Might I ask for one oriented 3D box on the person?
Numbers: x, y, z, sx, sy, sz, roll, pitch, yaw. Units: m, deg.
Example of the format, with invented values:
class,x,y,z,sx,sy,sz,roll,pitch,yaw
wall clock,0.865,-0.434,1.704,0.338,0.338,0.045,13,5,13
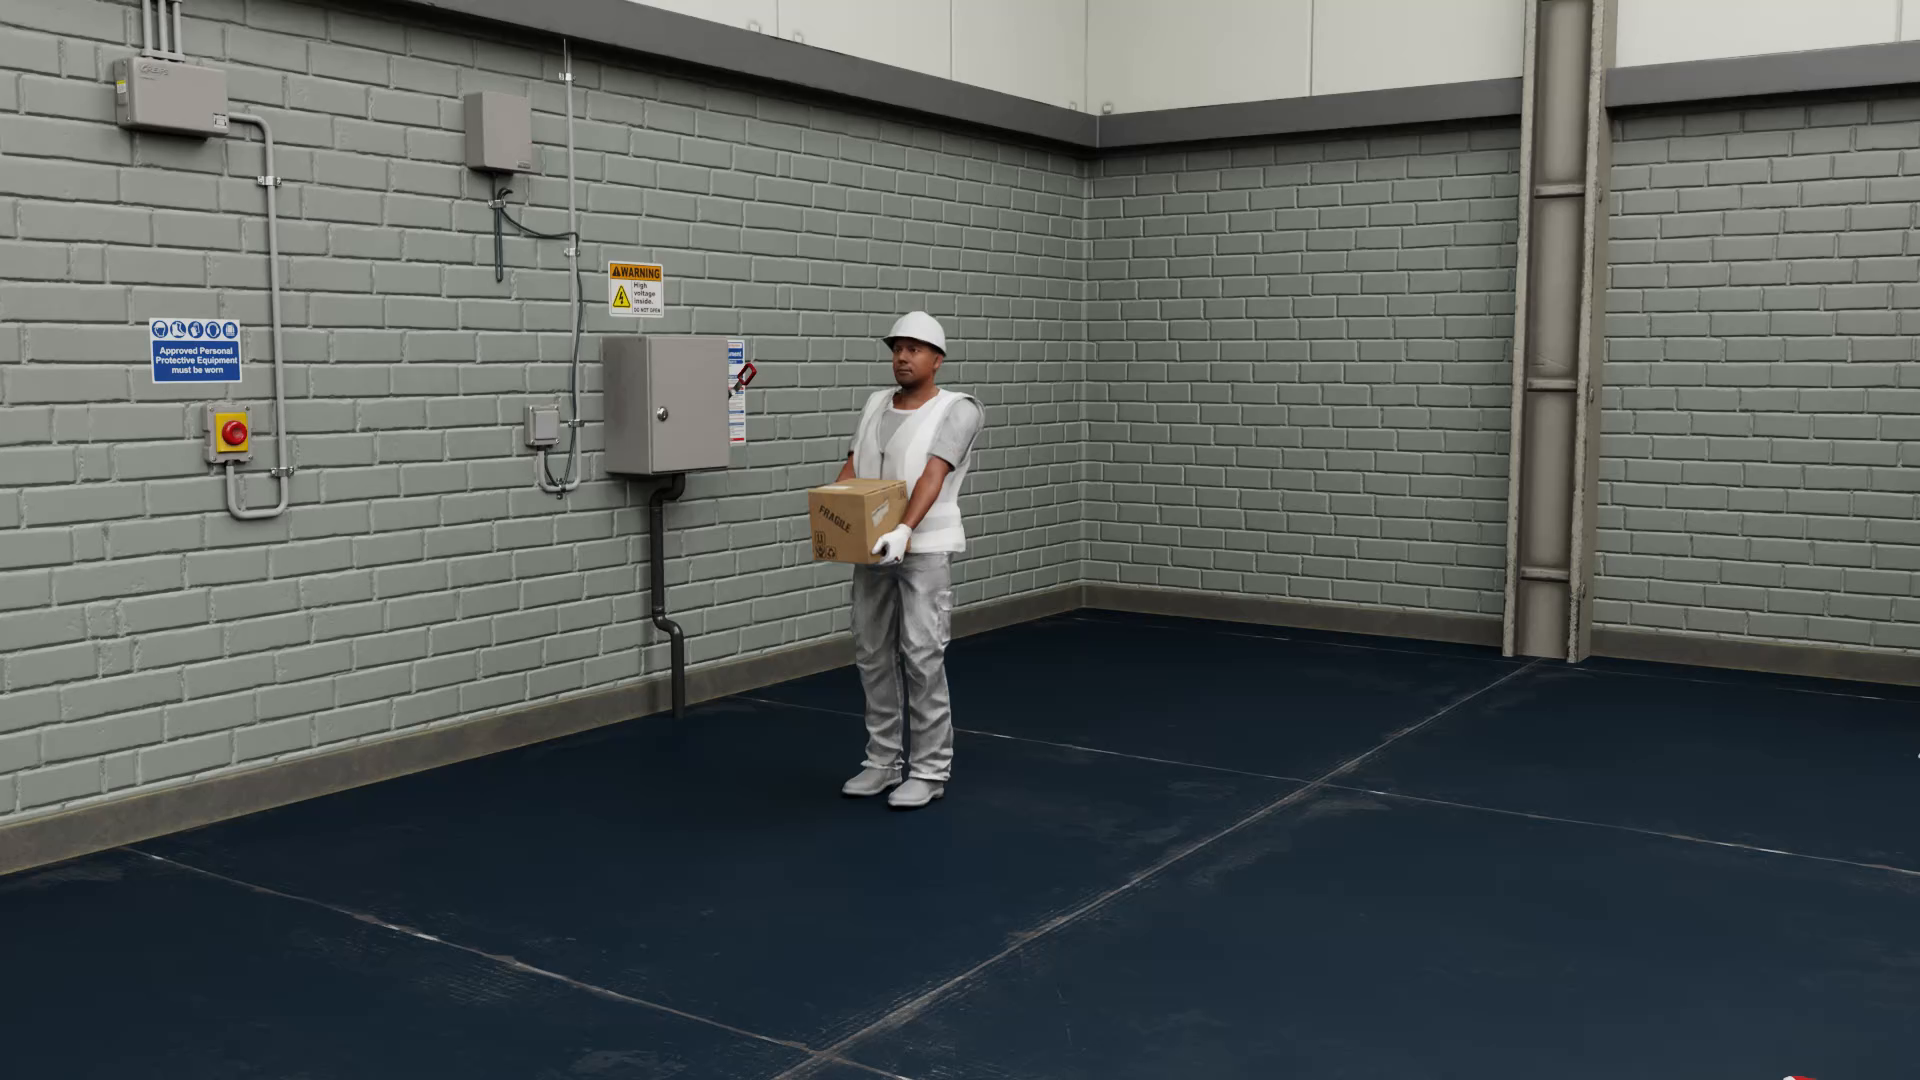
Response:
class,x,y,z,sx,sy,sz,roll,pitch,yaw
person,-0.239,0.068,6.017,0.488,1.780,0.567,4,8,34
